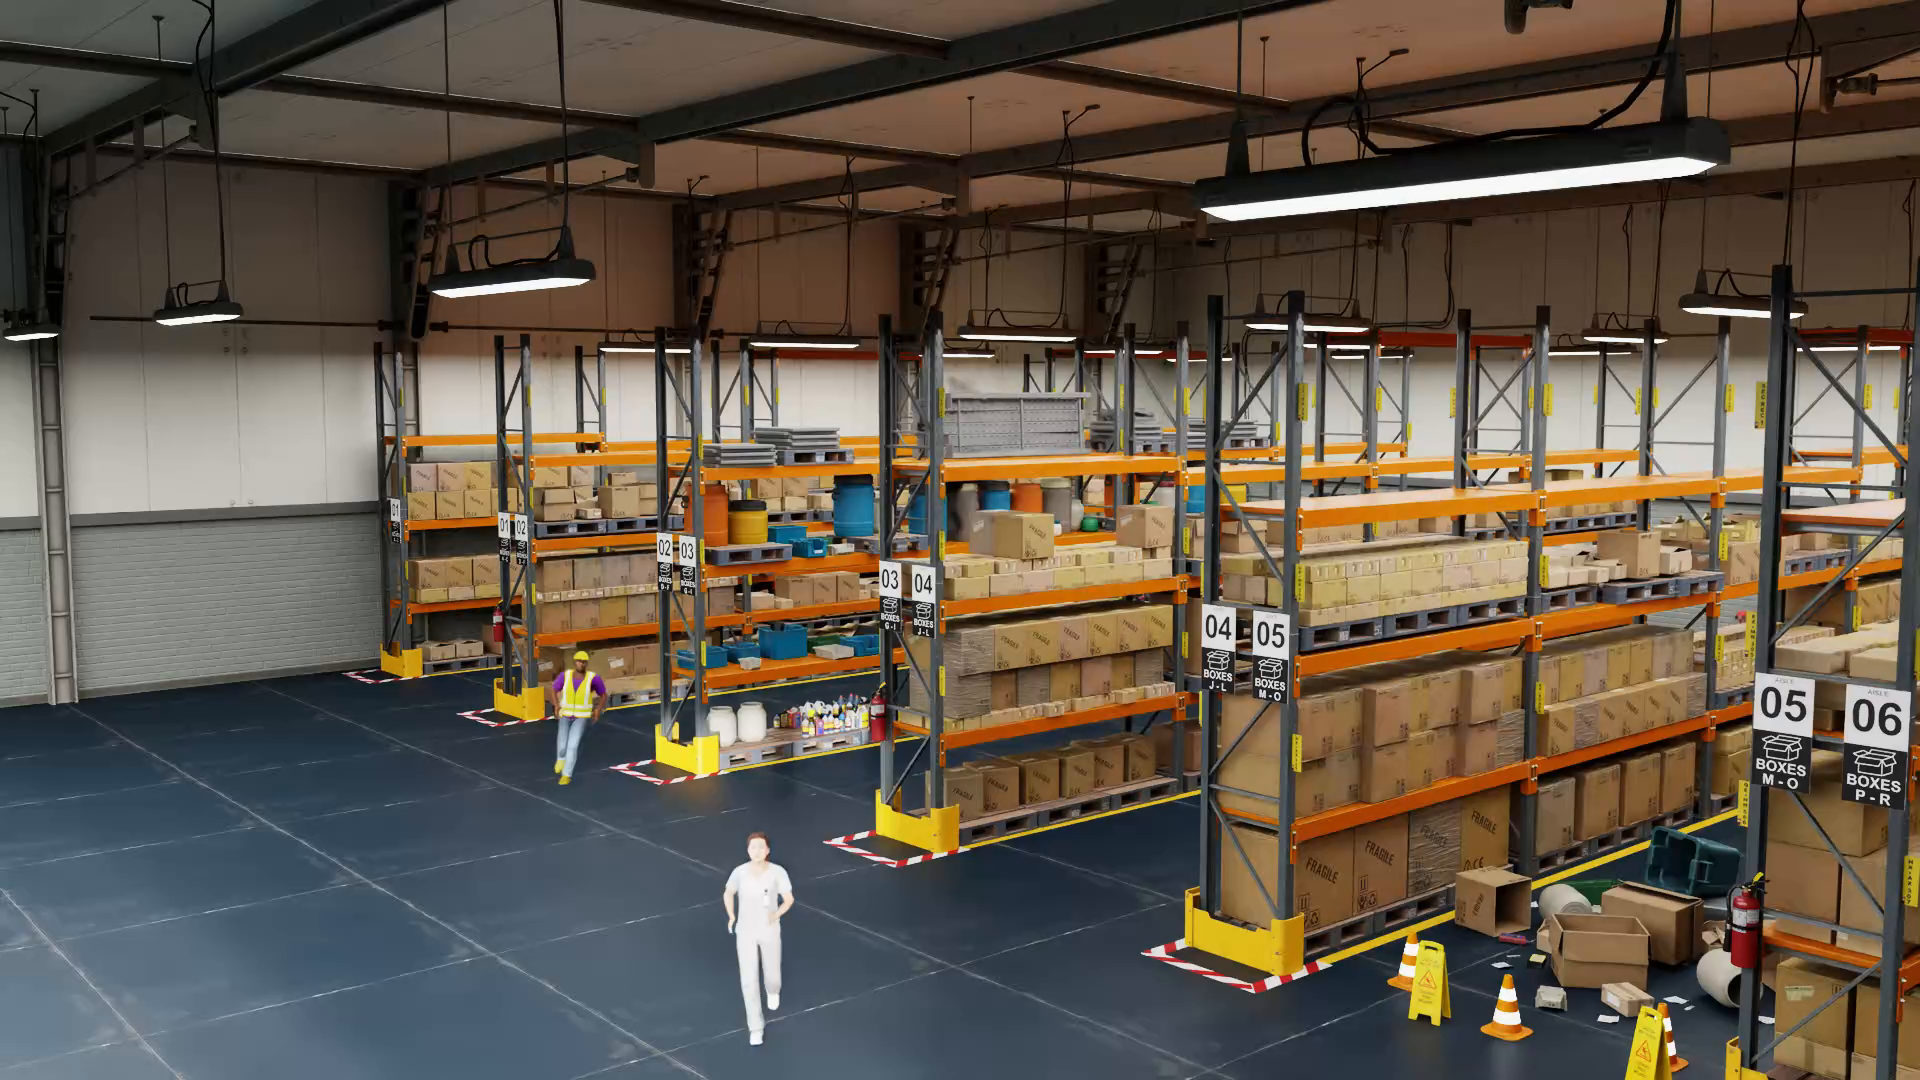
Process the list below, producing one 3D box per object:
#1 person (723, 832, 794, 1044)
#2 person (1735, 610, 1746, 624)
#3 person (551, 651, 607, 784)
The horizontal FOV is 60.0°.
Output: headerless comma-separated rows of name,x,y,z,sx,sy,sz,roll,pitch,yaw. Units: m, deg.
person,-1.619,3.139,13.334,0.571,1.628,0.752,0,5,-1
person,11.921,1.950,25.357,0.673,1.776,0.996,5,7,44
person,-5.026,2.312,21.918,0.738,1.723,0.723,-1,5,-6
